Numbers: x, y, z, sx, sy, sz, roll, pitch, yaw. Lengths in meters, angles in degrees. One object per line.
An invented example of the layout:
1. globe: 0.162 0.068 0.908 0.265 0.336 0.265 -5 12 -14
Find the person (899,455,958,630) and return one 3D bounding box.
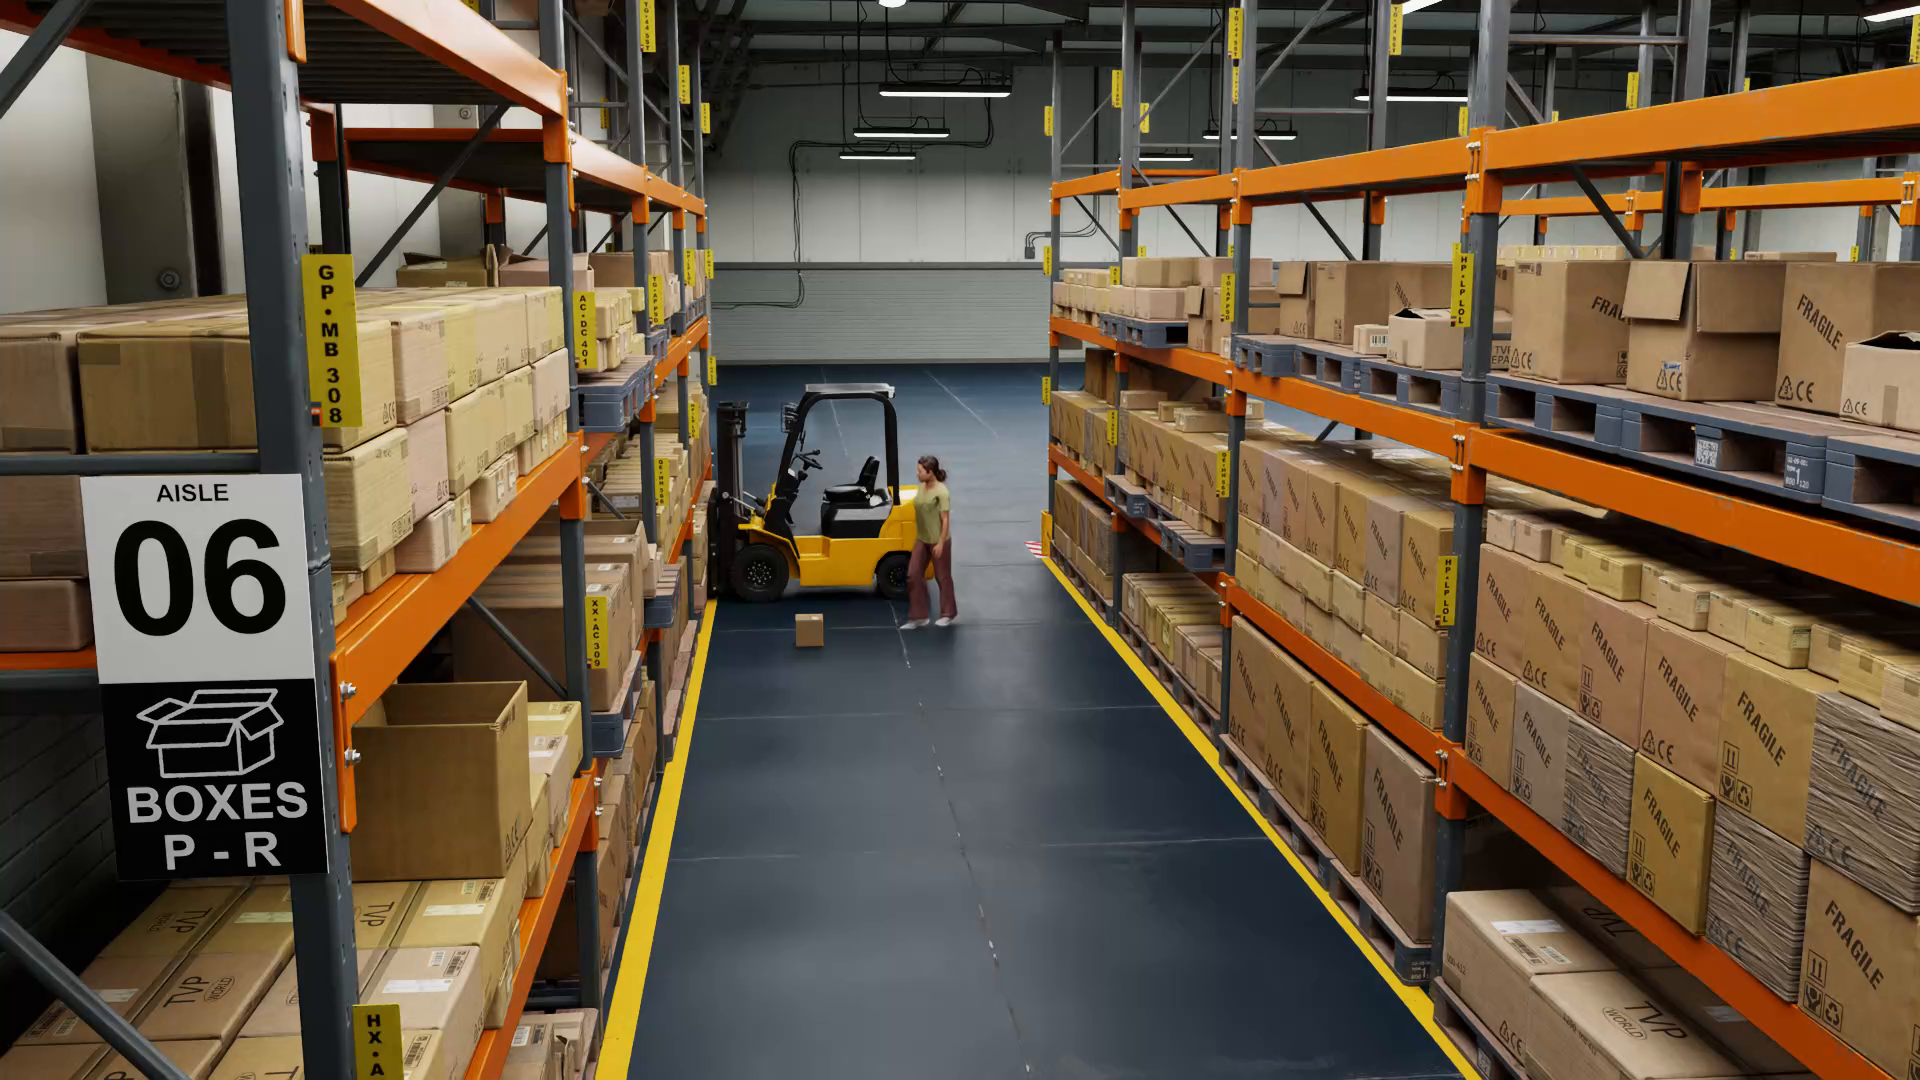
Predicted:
1. person: -0.243 0.034 15.776 0.494 1.713 0.523 9 14 42
